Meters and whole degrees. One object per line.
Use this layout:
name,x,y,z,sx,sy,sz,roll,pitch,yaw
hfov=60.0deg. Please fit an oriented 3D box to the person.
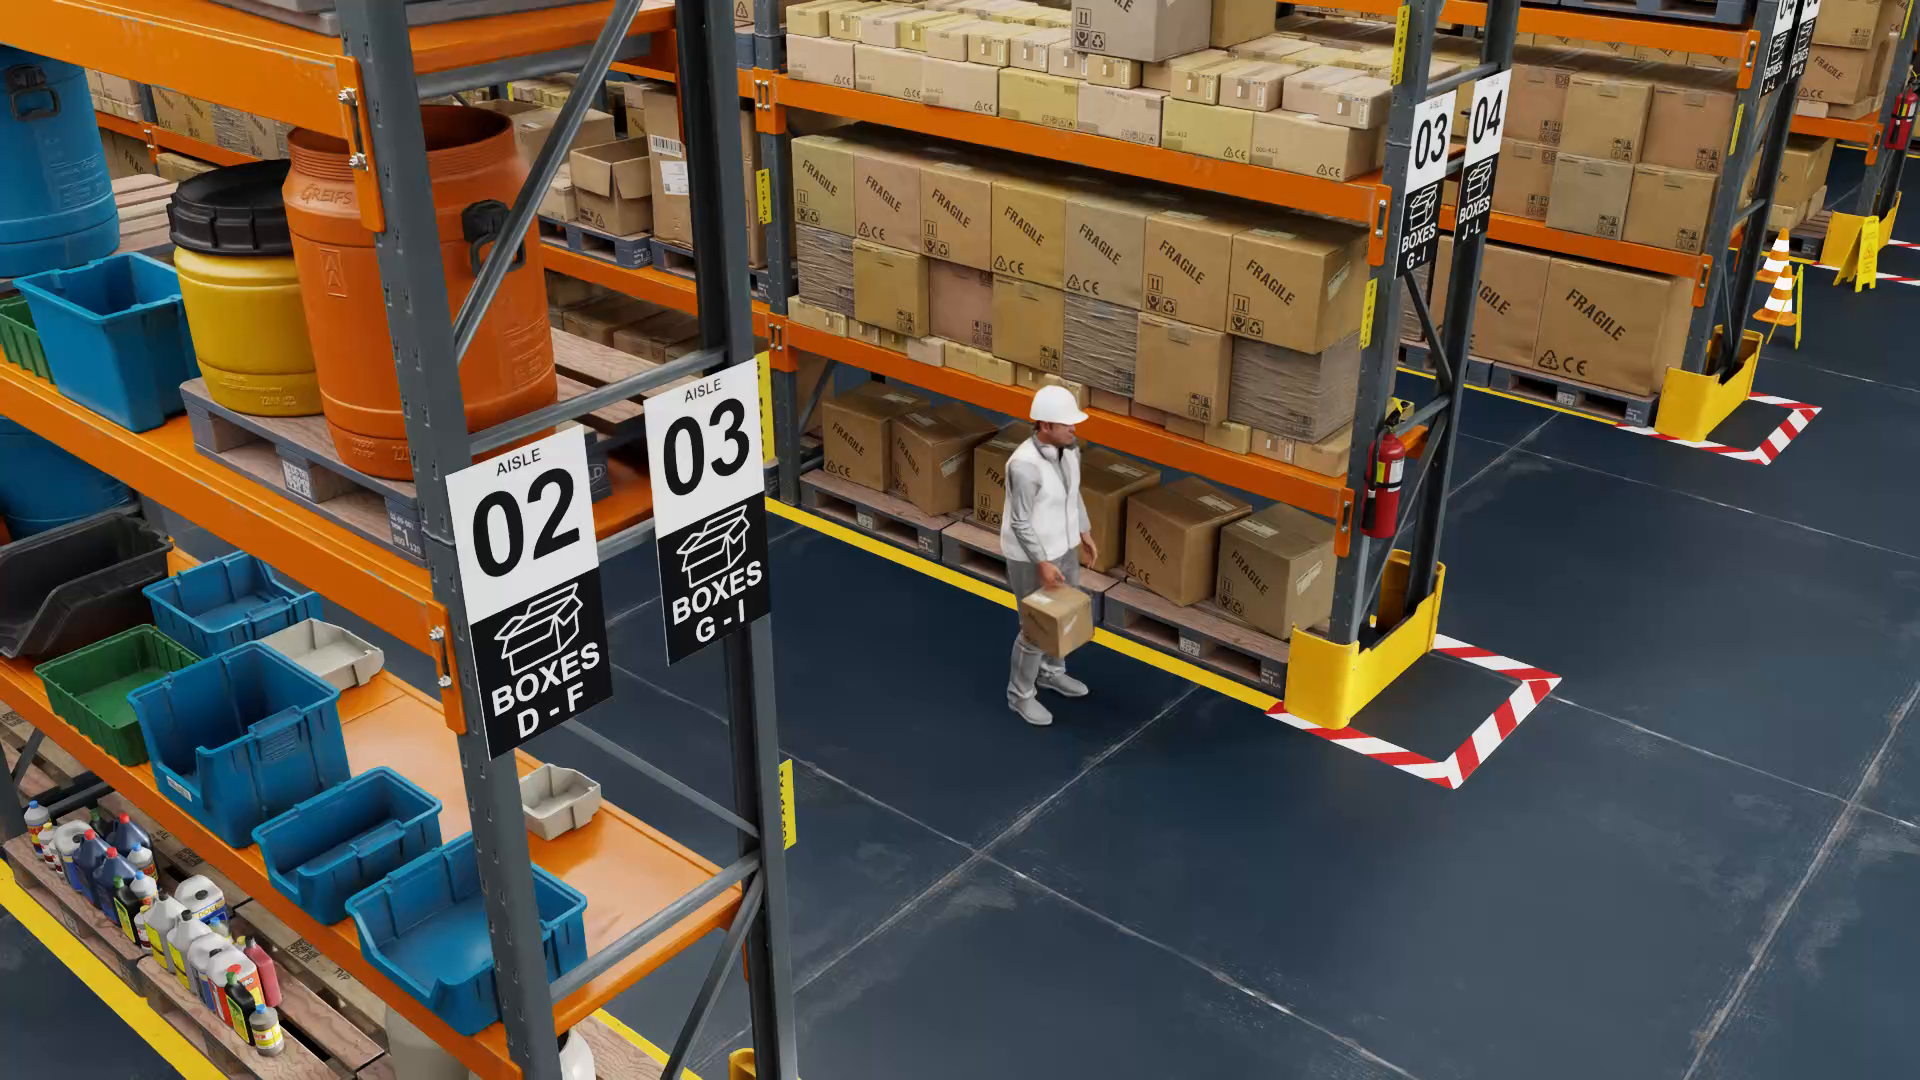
person,0.440,0.046,8.492,0.434,1.778,0.553,19,33,32
